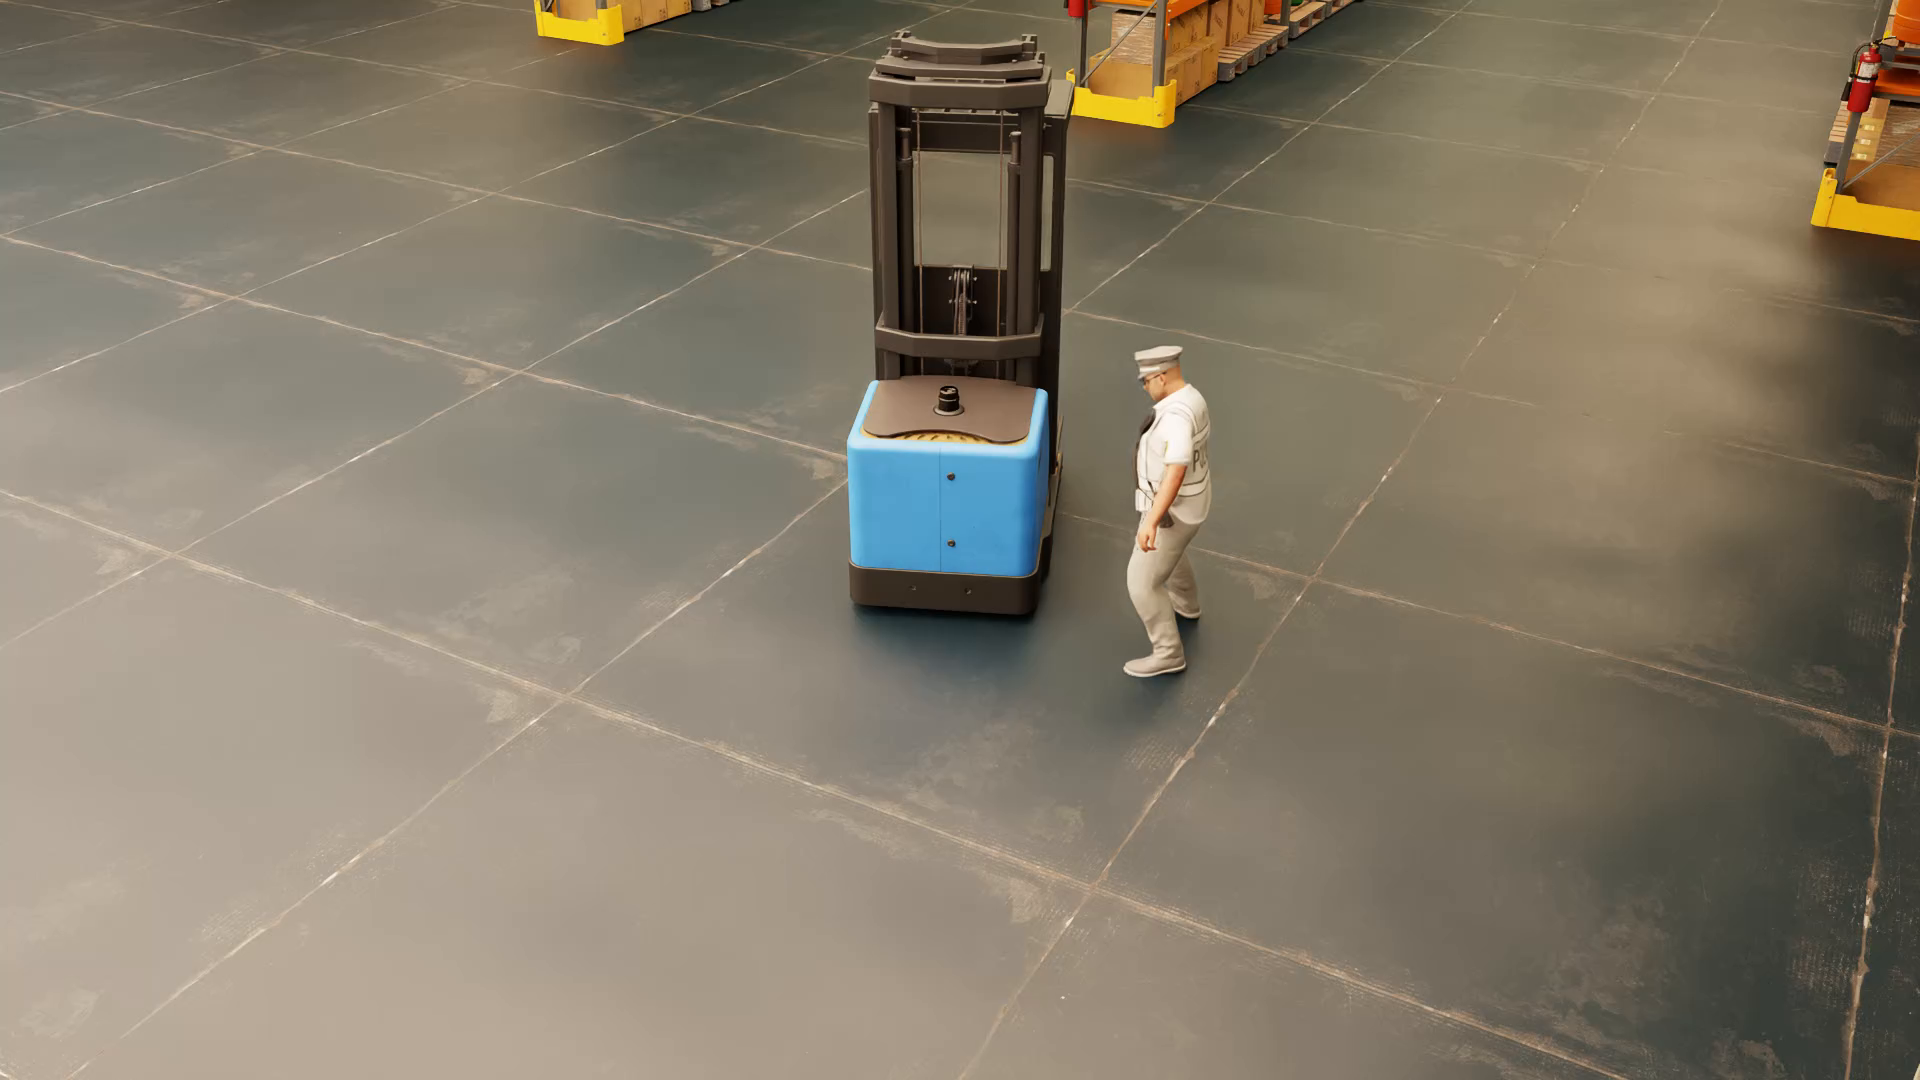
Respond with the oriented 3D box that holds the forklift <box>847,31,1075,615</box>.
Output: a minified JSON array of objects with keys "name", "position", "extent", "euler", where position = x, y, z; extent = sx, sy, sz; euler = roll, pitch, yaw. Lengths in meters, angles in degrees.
[{"name":"forklift","position":[0.072,-1.572,9.794],"extent":[1.130,2.935,3.031],"euler":[3,30,6]}]

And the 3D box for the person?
[{"name":"person","position":[1.074,-0.181,8.649],"extent":[0.451,1.715,0.951],"euler":[9,31,14]}]
